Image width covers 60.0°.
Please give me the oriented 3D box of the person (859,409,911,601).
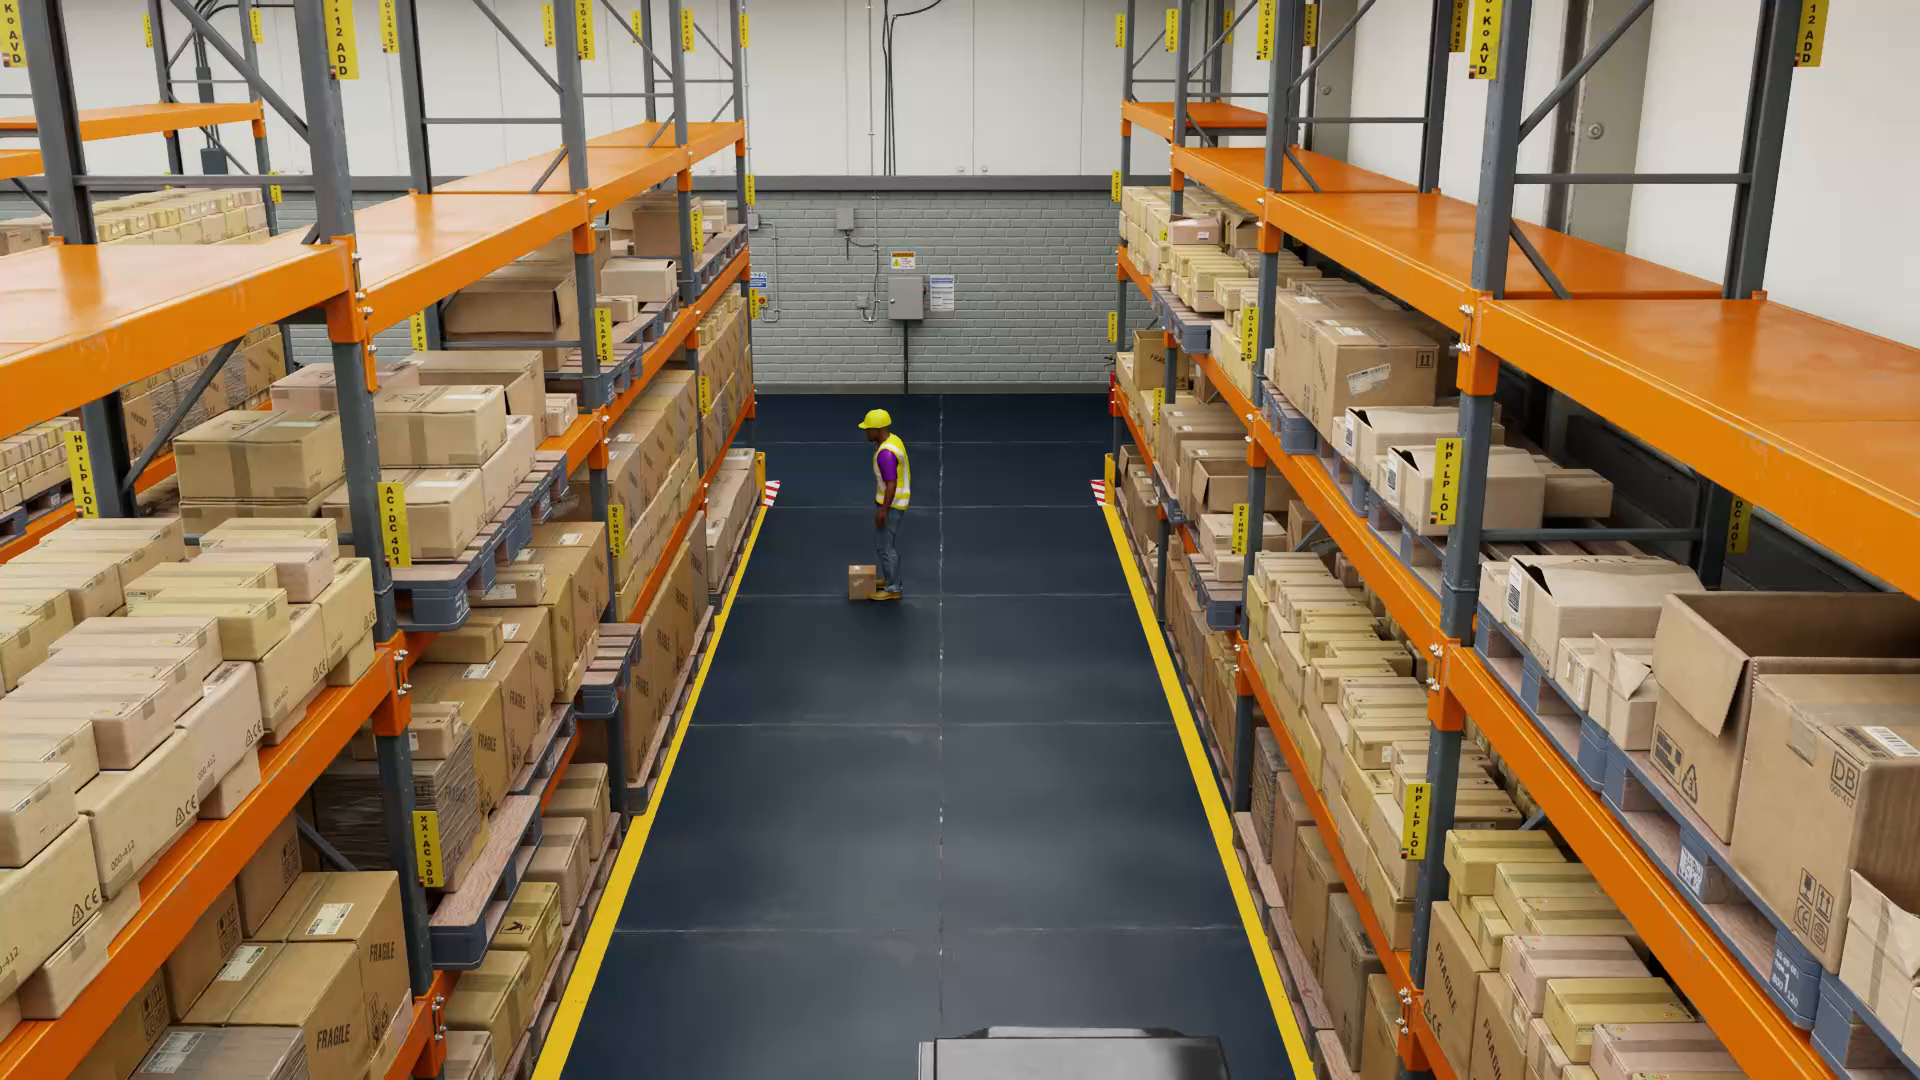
[{"bbox_3d":[-0.678,-0.335,15.183,0.459,1.761,0.626,0,17,-1],"label":"person"}]
